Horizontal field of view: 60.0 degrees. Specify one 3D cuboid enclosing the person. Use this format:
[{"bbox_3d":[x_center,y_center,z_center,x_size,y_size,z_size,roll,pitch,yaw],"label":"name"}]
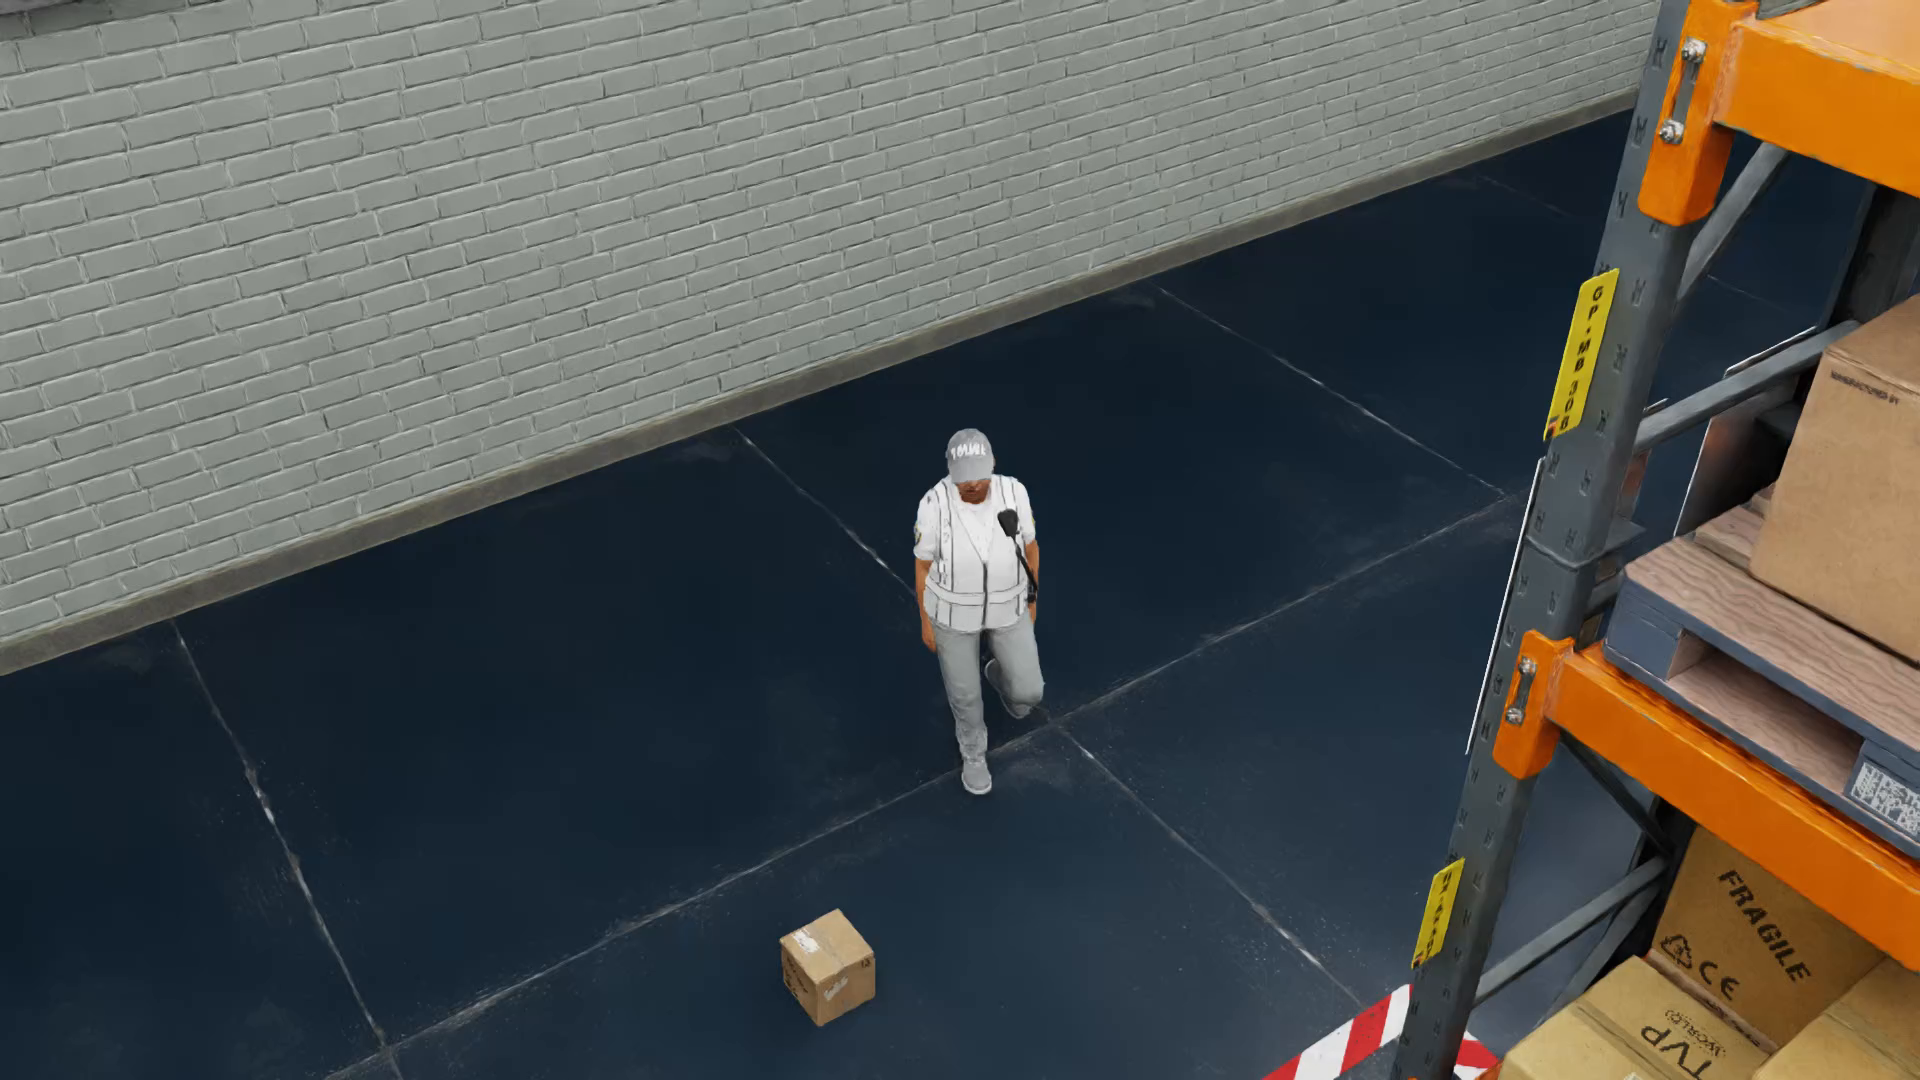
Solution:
[{"bbox_3d":[0.083,0.258,6.618,0.527,1.650,0.494,-6,37,-8],"label":"person"}]
